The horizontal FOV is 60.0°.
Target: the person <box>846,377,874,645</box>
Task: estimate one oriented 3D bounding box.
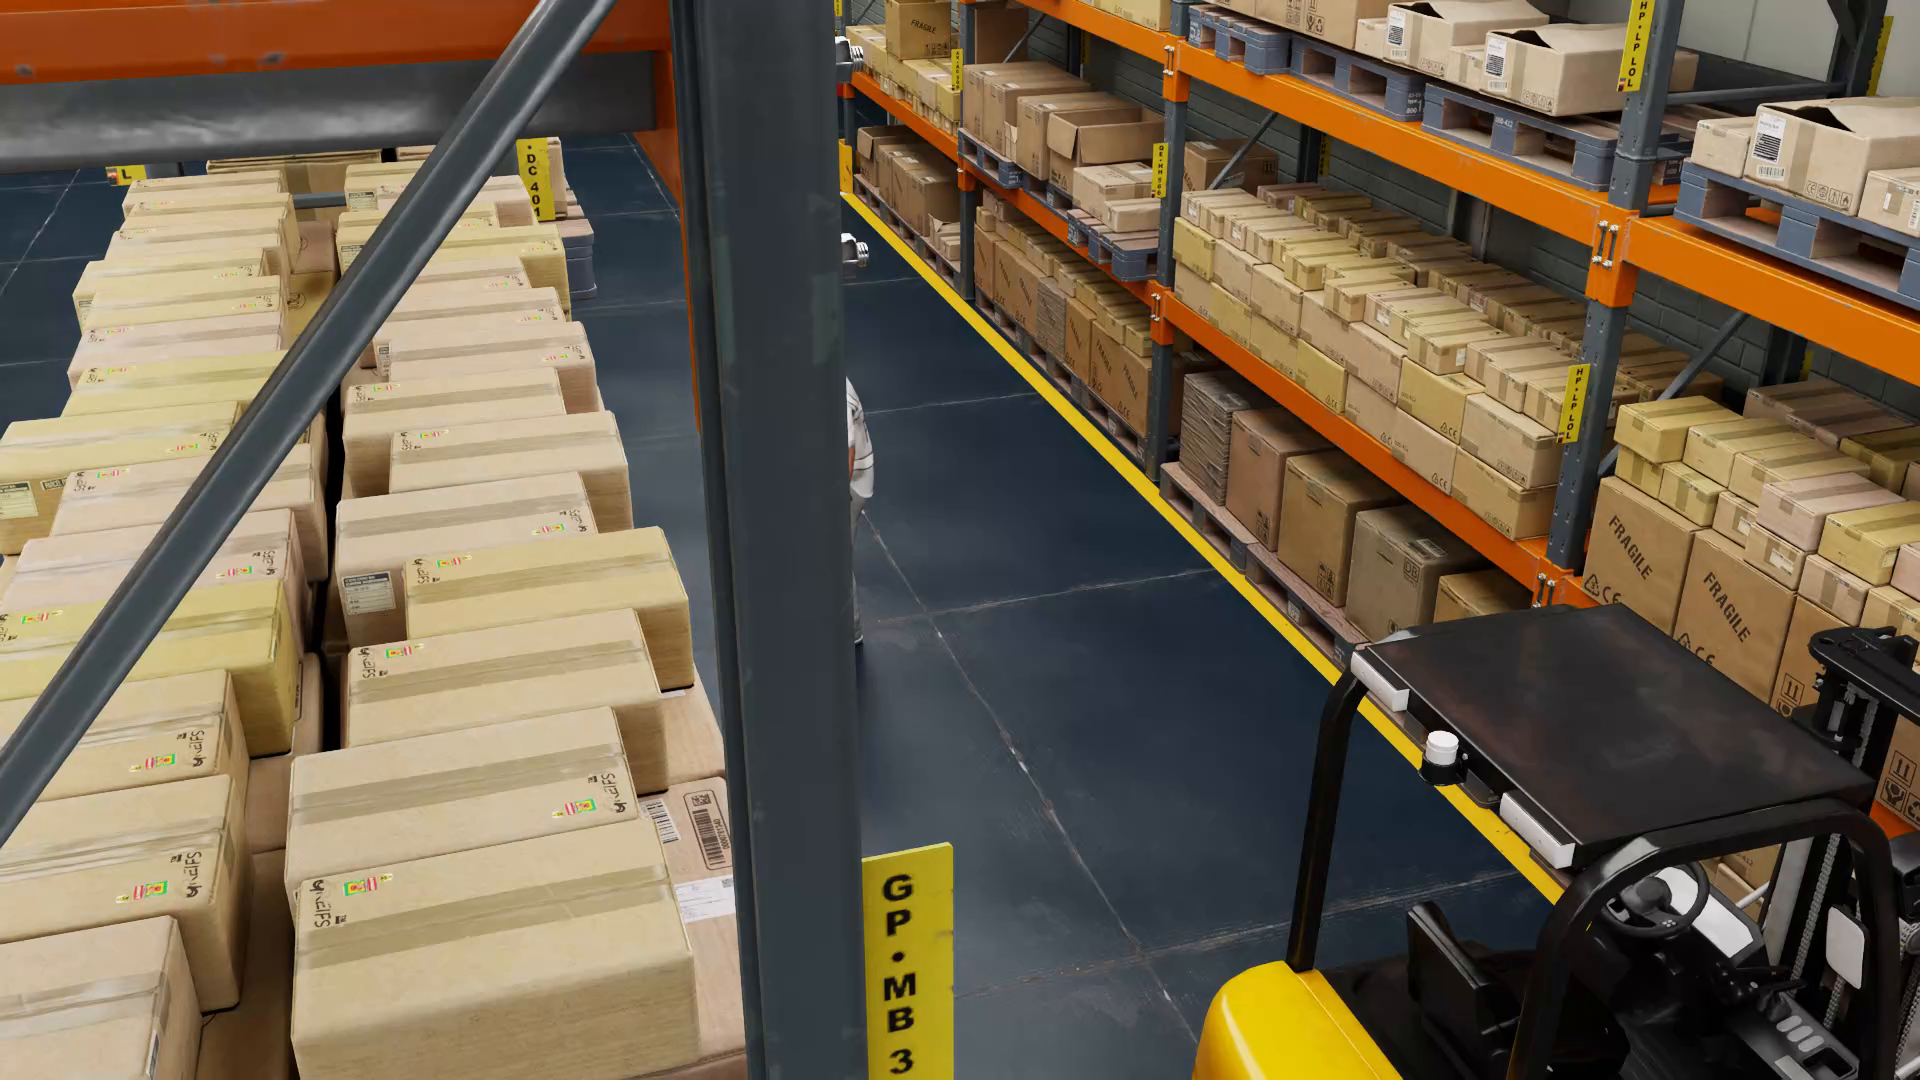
[{"bbox_3d":[-0.678,-0.273,8.659,0.436,1.748,0.586,-8,27,-16],"label":"person"}]
